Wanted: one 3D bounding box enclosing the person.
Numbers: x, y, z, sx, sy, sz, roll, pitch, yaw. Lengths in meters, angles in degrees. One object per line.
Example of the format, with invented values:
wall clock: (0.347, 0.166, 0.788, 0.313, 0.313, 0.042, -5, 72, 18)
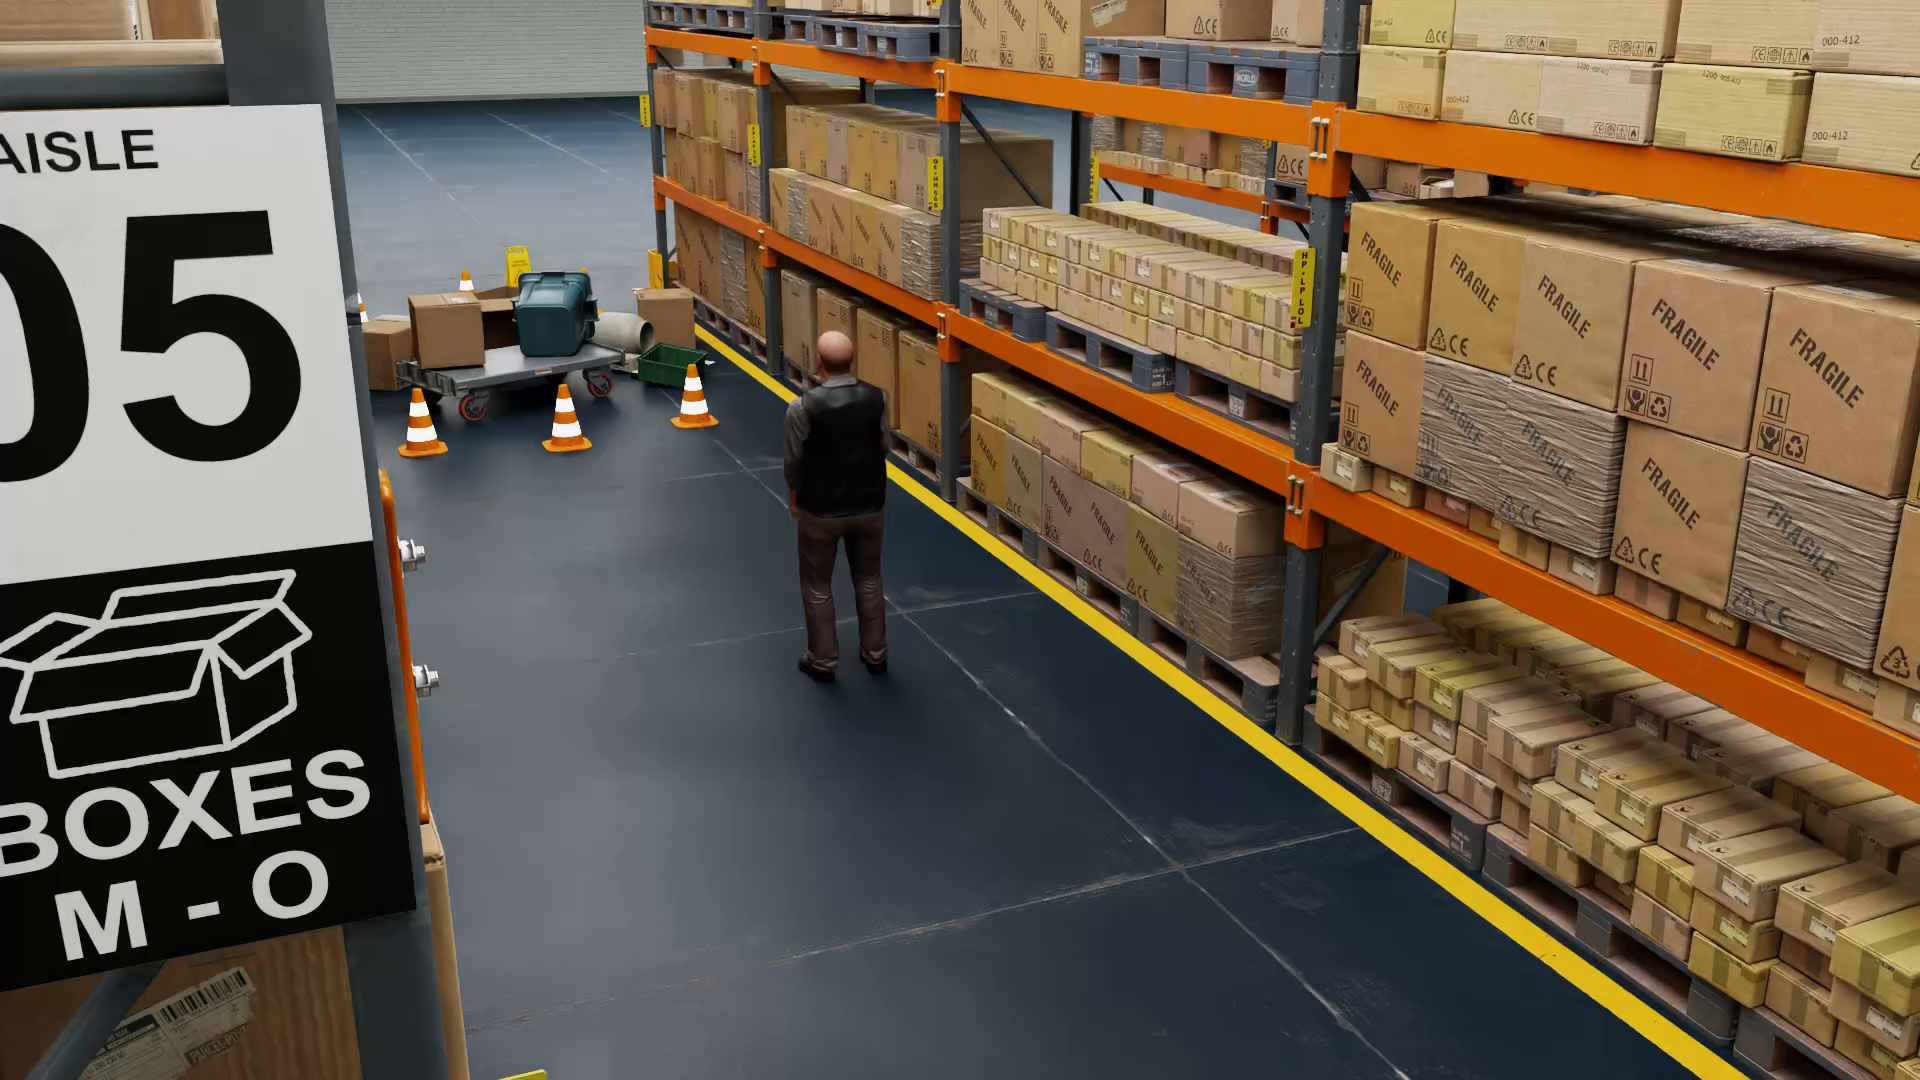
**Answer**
person: (-0.602, -0.169, 8.089, 0.542, 1.728, 0.493, -8, 20, -23)
